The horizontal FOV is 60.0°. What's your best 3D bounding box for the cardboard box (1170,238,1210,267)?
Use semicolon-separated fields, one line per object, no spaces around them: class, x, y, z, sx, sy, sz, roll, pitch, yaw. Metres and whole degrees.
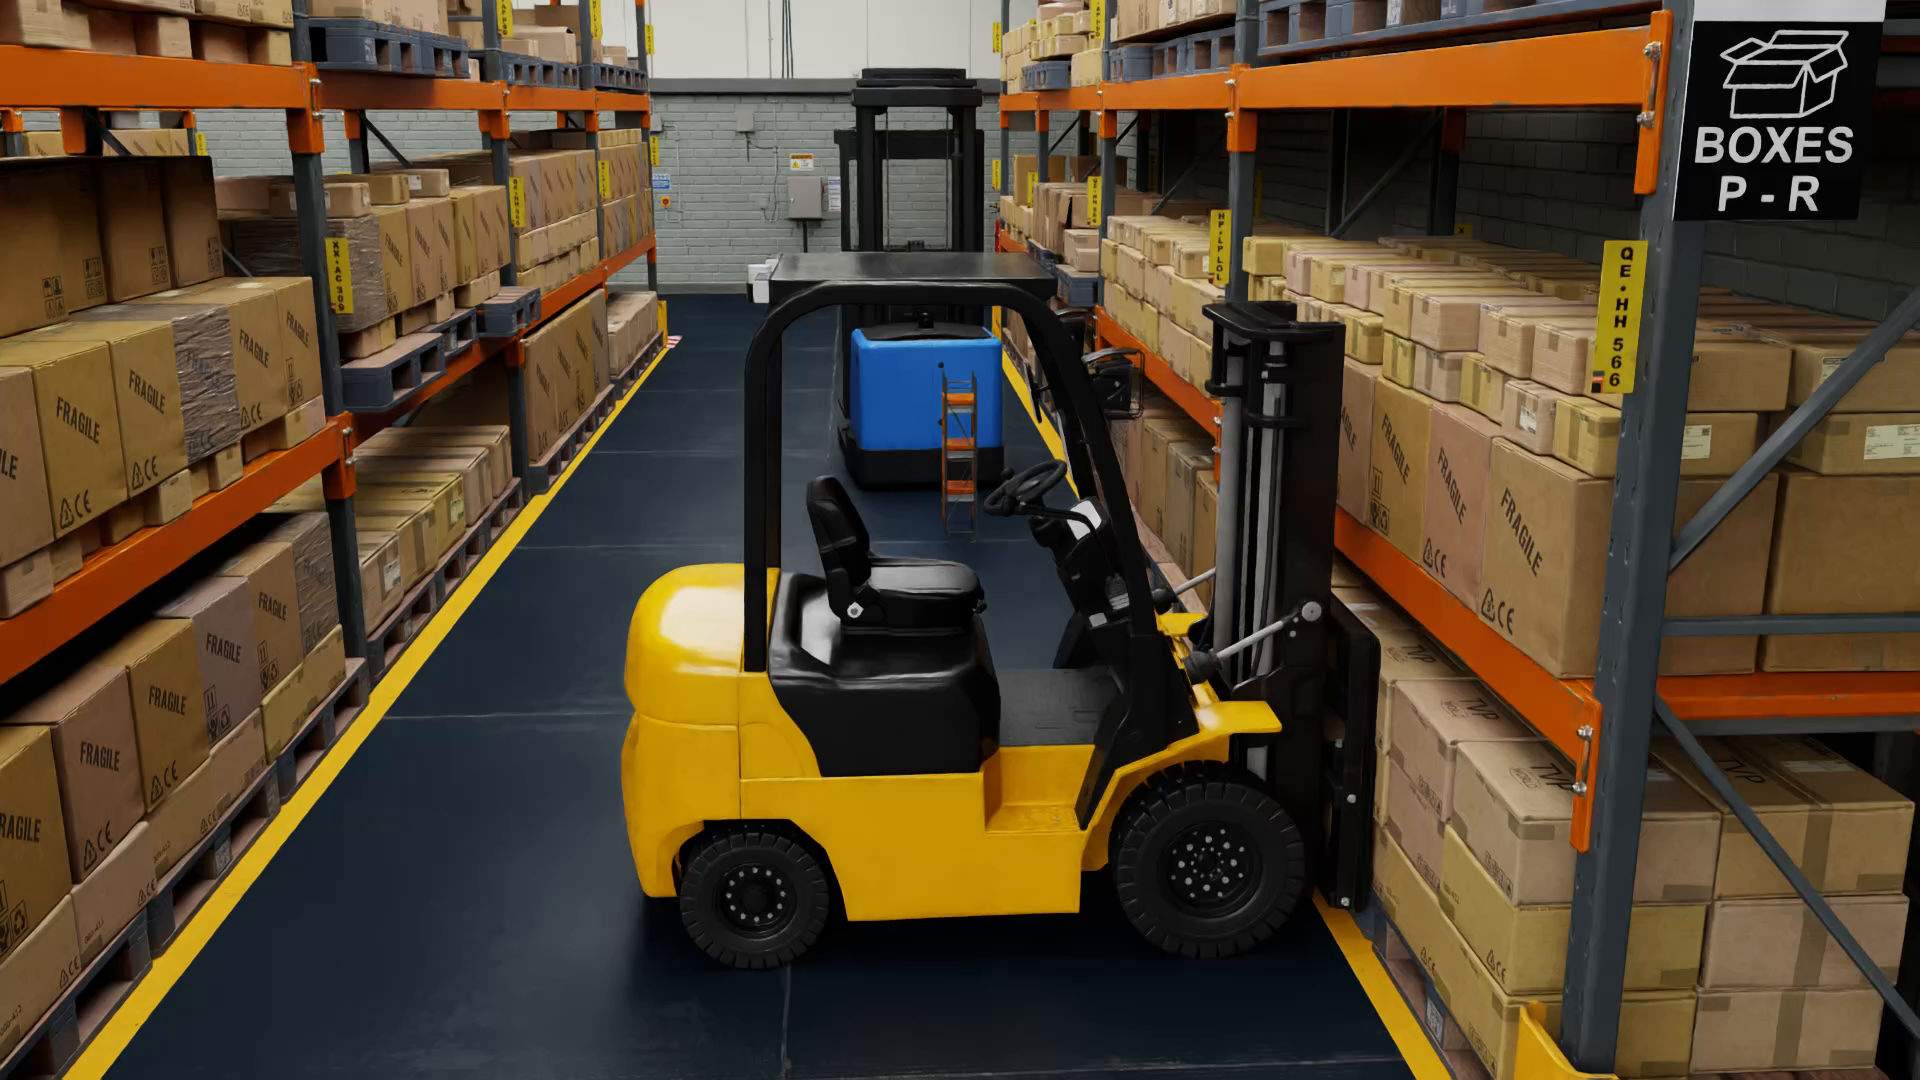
cardboard box;1.355;-1.561;9.070;0.380;0.149;0.250;-1;14;-3

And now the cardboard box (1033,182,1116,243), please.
cardboard box;1.017;-2.917;14.800;0.700;0.500;0.500;-1;14;-2

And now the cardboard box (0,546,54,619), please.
cardboard box;-2.749;0.114;4.569;0.380;0.149;0.250;-1;14;-3

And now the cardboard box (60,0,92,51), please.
cardboard box;-2.837;-1.532;4.943;0.380;0.149;0.250;-1;14;-5

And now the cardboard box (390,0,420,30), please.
cardboard box;-2.916;-2.583;7.983;0.500;0.250;0.500;-1;14;-4

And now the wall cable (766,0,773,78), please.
wall cable;-3.874;-8.033;23.687;2.355;3.000;0.029;-1;14;-3

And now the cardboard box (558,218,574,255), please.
cardboard box;-3.348;-2.395;13.112;0.500;0.250;0.500;-1;14;-2

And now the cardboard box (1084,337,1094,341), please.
cardboard box;1.121;-1.550;13.403;0.380;0.149;0.250;-2;15;-6

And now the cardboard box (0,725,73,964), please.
cardboard box;-2.776;0.827;4.461;0.500;0.500;0.500;-1;14;-5

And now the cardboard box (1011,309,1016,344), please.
cardboard box;0.920;-2.410;18.045;0.700;0.500;0.500;0;14;-1

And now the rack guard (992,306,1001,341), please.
rack guard;0.967;-2.554;19.450;1.175;0.500;0.348;-1;14;-3

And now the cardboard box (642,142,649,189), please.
cardboard box;-3.724;-4.122;18.322;0.500;0.500;0.500;0;14;-2

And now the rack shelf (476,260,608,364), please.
rack shelf;-3.619;-1.865;13.200;1.077;0.370;4.000;-1;14;-3

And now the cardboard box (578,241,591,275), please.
cardboard box;-3.434;-2.404;14.152;0.500;0.250;0.500;-1;14;-4

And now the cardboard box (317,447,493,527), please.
cardboard box;-3.417;-0.323;10.193;0.950;0.372;0.625;-1;14;-5

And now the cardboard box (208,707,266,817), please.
cardboard box;-2.873;0.808;6.040;0.500;0.250;0.500;-1;14;-3

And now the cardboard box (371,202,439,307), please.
cardboard box;-3.039;-1.486;8.643;0.500;0.500;0.500;-1;14;-4

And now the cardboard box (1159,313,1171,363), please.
cardboard box;1.377;-1.097;9.070;0.500;0.250;0.500;-1;14;-3

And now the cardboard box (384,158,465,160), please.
cardboard box;-3.829;-2.501;12.020;0.500;0.500;0.500;-1;14;-2

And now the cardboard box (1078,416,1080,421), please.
cardboard box;1.162;-1.143;13.124;0.500;0.500;0.500;0;14;-1

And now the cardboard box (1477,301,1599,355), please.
cardboard box;1.691;-0.585;4.682;0.380;0.149;0.250;-1;14;-3

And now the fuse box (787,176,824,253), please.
fuse box;-2.258;-4.480;24.505;0.539;1.711;0.414;-1;14;-3

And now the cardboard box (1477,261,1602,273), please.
cardboard box;2.075;-0.912;5.952;0.380;0.149;0.250;-1;14;-4

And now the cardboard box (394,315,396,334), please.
cardboard box;-3.067;-1.077;8.355;0.380;0.149;0.250;0;14;0

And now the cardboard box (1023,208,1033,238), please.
cardboard box;0.890;-3.107;16.288;0.500;0.250;0.500;-1;14;-3

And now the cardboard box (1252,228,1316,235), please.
cardboard box;1.886;-1.763;9.857;0.380;0.149;0.250;-1;14;-4

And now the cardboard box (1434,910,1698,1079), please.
cardboard box;1.610;1.212;4.472;0.500;0.250;0.500;-1;14;-3

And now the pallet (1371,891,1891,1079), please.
pallet;1.865;1.356;4.830;1.003;0.211;1.213;-1;14;-3

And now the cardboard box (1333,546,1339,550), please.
cardboard box;1.445;0.097;6.797;0.500;0.250;0.500;-1;14;-3

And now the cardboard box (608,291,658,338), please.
cardboard box;-3.850;-2.506;18.545;0.875;0.438;0.875;-1;14;-5

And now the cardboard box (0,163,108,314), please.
cardboard box;-3.423;-1.033;5.717;0.700;0.500;0.500;-1;14;-5

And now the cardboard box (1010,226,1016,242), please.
cardboard box;0.739;-3.255;17.661;0.380;0.149;0.250;-1;14;-5

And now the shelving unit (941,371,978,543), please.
shelving unit;-0.003;-0.522;10.447;0.215;1.050;0.252;-1;14;-3

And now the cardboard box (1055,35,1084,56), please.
cardboard box;0.953;-3.909;13.141;0.380;0.149;0.250;-1;14;-2

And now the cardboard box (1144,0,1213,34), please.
cardboard box;1.323;-3.110;9.329;0.500;0.500;0.500;-1;14;-2

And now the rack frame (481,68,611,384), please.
rack frame;-3.743;-2.711;15.044;1.000;3.000;0.127;-1;14;-3

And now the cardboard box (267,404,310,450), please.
cardboard box;-2.901;-0.463;6.809;0.380;0.149;0.250;-1;14;-2

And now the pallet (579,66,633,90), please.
pallet;-3.856;-4.627;16.649;1.003;0.211;1.213;-1;14;-3

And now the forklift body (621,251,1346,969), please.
forklift body;0.016;0.163;5.575;2.313;2.155;1.214;-1;14;-3

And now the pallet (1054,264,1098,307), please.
pallet;1.346;-1.869;12.154;1.213;0.211;1.003;-1;14;-3

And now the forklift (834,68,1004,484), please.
forklift;-0.395;-2.138;12.954;1.130;2.935;3.031;-2;15;-8

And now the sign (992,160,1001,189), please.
sign;0.421;-4.194;19.071;0.100;0.325;0.005;-1;14;-3

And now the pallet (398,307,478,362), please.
pallet;-3.332;-1.132;9.291;1.003;0.211;1.213;-1;14;-3

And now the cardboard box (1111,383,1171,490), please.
cardboard box;1.483;-0.692;11.119;0.875;0.625;0.625;0;14;-2

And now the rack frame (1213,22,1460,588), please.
rack frame;1.706;-0.799;7.613;1.000;3.000;0.127;-1;14;-3

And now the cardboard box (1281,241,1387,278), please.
cardboard box;1.554;-1.159;6.910;0.380;0.149;0.250;-1;14;-3

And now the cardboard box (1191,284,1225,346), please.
cardboard box;1.421;-1.087;8.028;0.500;0.250;0.500;-1;14;-5

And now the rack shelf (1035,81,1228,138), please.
rack shelf;1.334;-3.396;13.128;1.077;0.370;4.000;-1;14;-3

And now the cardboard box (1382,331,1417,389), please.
cardboard box;1.549;-0.567;5.210;0.380;0.149;0.250;-1;14;-3

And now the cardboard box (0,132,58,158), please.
cardboard box;-8.462;-3.402;14.926;0.500;0.500;0.500;-1;14;-2

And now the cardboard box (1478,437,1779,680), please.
cardboard box;1.661;0.029;4.194;0.500;0.500;0.500;-1;14;-5

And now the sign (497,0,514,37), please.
sign;-2.954;-3.427;10.770;0.100;0.325;0.005;-1;14;-3

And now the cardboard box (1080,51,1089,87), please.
cardboard box;1.152;-3.423;12.091;0.500;0.250;0.500;-1;14;-3

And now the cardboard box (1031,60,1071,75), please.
cardboard box;0.931;-4.429;15.405;0.500;0.250;0.500;-1;14;-3

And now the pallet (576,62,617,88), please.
pallet;-3.784;-4.325;15.473;1.003;0.211;1.213;-1;14;-3
